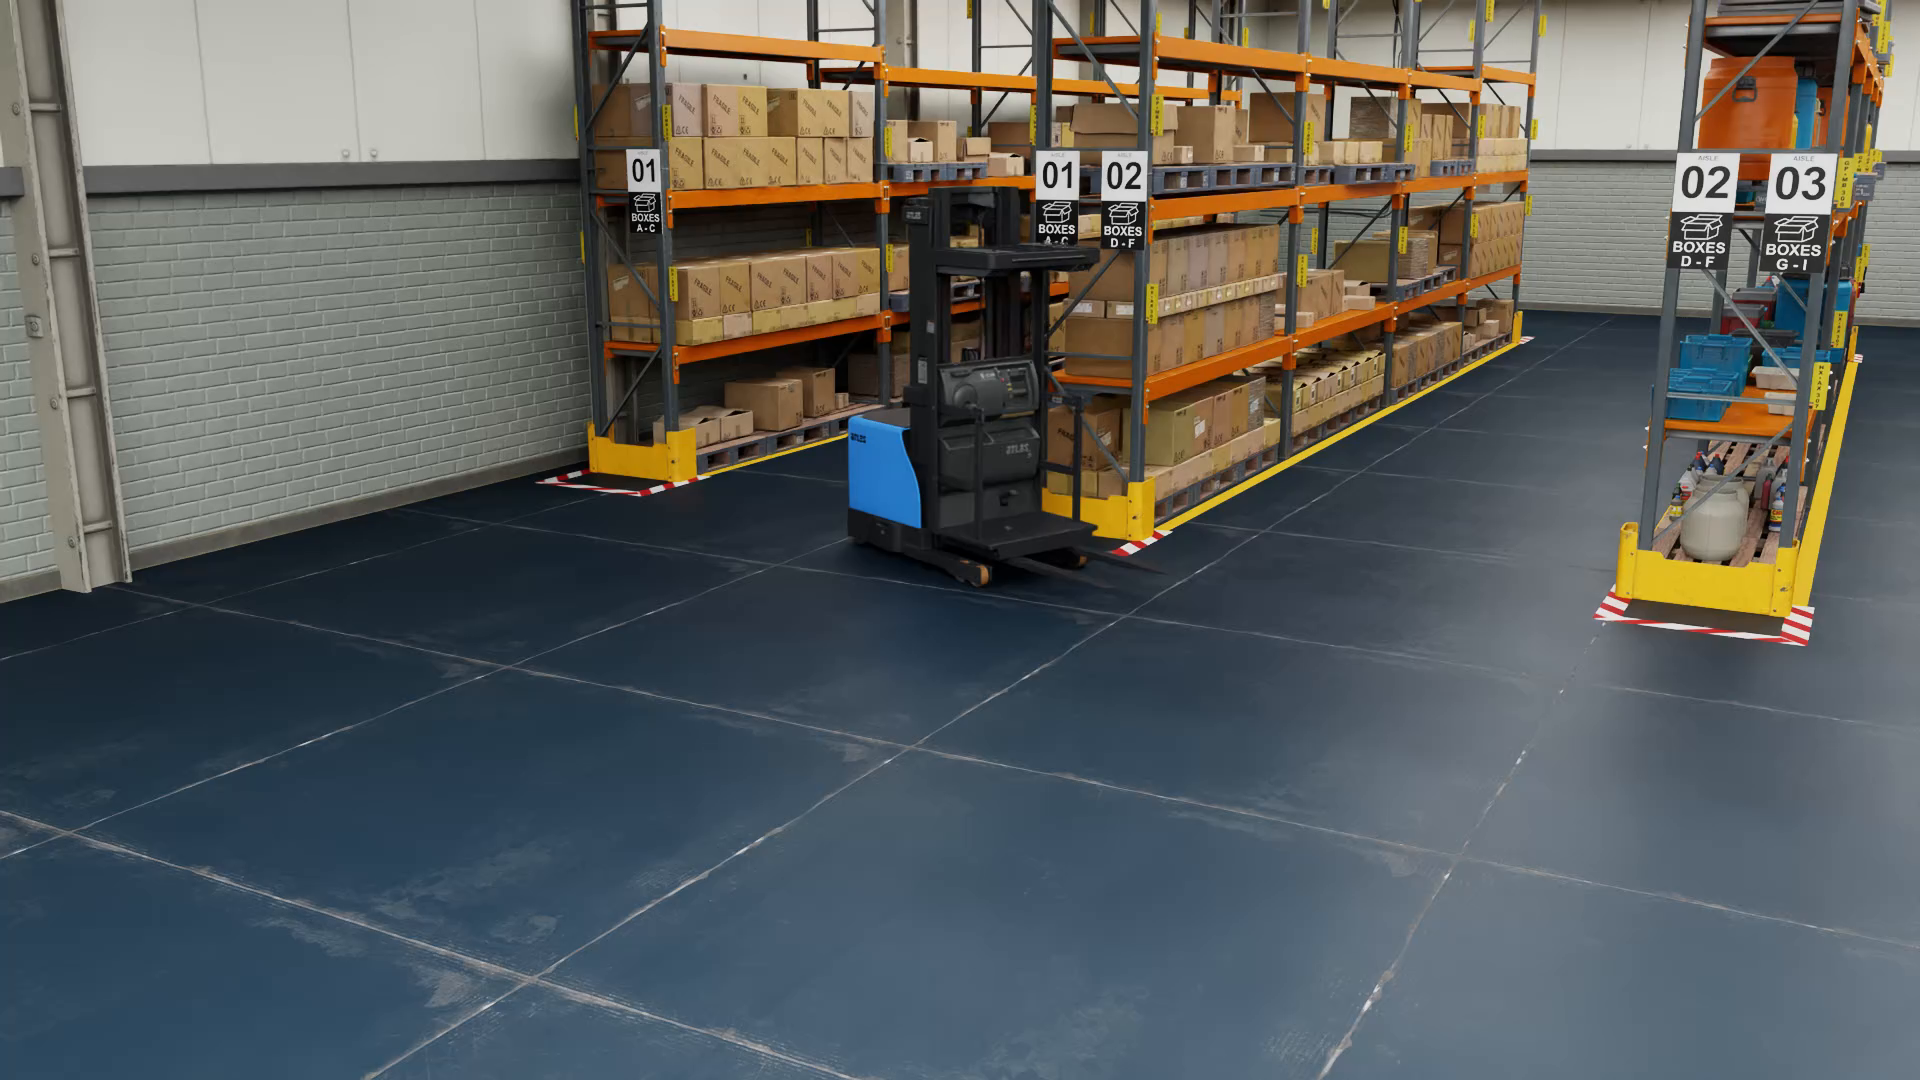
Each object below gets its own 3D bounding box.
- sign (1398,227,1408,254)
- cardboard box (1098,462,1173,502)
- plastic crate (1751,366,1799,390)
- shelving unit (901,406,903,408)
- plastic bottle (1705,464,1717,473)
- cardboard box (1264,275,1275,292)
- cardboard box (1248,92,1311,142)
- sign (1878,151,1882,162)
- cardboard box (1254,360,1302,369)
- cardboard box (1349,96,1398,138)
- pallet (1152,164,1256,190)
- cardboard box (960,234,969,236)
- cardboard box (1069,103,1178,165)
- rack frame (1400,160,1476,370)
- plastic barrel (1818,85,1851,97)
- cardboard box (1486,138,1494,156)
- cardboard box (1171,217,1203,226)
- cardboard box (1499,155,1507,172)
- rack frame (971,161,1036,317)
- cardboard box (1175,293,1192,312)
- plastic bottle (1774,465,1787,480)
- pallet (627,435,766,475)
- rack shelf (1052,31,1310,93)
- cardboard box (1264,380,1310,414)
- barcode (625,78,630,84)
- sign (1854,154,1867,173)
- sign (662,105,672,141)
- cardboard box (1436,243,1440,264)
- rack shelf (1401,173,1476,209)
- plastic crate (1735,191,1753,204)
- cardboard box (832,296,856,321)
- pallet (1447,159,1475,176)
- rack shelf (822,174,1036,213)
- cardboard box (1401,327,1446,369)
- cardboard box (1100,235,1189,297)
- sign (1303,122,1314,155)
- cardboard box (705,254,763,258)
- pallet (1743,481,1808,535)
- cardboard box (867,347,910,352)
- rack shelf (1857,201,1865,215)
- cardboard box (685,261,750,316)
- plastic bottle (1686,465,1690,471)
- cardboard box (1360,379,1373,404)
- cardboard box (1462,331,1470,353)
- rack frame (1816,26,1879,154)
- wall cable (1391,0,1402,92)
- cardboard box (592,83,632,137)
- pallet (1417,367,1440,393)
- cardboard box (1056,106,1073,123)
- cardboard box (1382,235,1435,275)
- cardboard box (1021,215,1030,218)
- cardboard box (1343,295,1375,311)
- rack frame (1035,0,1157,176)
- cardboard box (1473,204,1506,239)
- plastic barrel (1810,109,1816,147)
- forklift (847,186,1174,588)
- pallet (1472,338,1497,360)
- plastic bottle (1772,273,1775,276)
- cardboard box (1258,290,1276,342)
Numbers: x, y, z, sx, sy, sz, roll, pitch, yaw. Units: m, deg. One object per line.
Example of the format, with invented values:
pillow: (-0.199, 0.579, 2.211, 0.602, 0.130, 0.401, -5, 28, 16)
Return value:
sign: (5.453, -3.691, 20.474, 0.100, 0.325, 0.005, 7, 15, 28)
cardboard box: (1.552, -0.502, 14.685, 0.500, 0.250, 0.500, 7, 15, 28)
plastic crate: (6.802, -1.318, 13.663, 0.530, 0.136, 0.437, 7, 15, 28)
shelving unit: (-0.349, -0.643, 14.459, 0.252, 1.050, 0.215, -9, 16, -34)
plastic bottle: (6.648, -0.534, 14.729, 0.097, 0.271, 0.097, 0, 14, 0)
cardboard box: (2.966, -2.603, 16.835, 0.380, 0.149, 0.250, 7, 15, 27)
cardboard box: (3.364, -4.446, 17.499, 0.500, 0.500, 0.500, 8, 15, 29)
sign: (13.656, -5.618, 24.761, 0.100, 0.325, 0.005, 7, 15, 28)
cardboard box: (3.712, -1.938, 19.446, 0.500, 0.311, 0.500, 7, 15, 27)
cardboard box: (5.182, -5.272, 20.756, 0.500, 0.500, 0.500, 7, 15, 28)
pallet: (2.051, -3.358, 15.351, 1.003, 0.211, 1.213, 7, 15, 28)
cardboard box: (0.408, -3.916, 22.725, 0.700, 0.500, 0.500, 5, 15, 21)
cardboard box: (1.379, -3.447, 14.118, 0.797, 0.503, 0.637, 9, 16, 32)
rack frame: (6.899, -4.011, 24.272, 1.000, 3.000, 0.127, 7, 15, 28)
plastic barrel: (10.542, -4.988, 19.957, 0.600, 0.901, 0.708, 7, 15, 28)
cardboard box: (7.591, -5.814, 24.603, 0.500, 0.250, 0.500, 7, 15, 28)
cardboard box: (3.538, -5.127, 28.258, 0.980, 0.700, 0.700, 7, 15, 25)
cardboard box: (8.077, -5.776, 25.511, 0.500, 0.250, 0.500, 7, 15, 28)
rack frame: (0.627, -3.751, 23.193, 1.000, 3.000, 0.127, 7, 15, 28)
cardboard box: (1.847, -2.126, 14.856, 0.380, 0.149, 0.250, 7, 15, 27)
plastic bottle: (7.058, -0.464, 14.270, 0.144, 0.351, 0.185, 7, 15, 28)
pallet: (-2.780, -0.932, 17.451, 1.003, 0.211, 1.213, 7, 15, 28)
rack shelf: (2.065, -4.332, 15.190, 1.077, 0.370, 4.000, 7, 15, 28)
cardboard box: (3.449, -1.567, 17.906, 0.500, 0.311, 0.500, 7, 15, 28)
barcode: (-3.335, -4.597, 16.673, 0.001, 0.075, 0.075, 7, 15, 28)
sign: (7.842, -3.206, 14.512, 0.100, 0.325, 0.005, 7, 15, 28)
sign: (-2.765, -3.932, 15.676, 0.100, 0.325, 0.005, 7, 15, 28)
cardboard box: (6.916, -4.192, 24.806, 0.500, 0.500, 0.500, 8, 16, 29)
rack shelf: (5.932, -4.709, 22.303, 1.077, 0.370, 4.000, 7, 15, 28)
plastic crate: (6.090, -2.863, 13.144, 0.392, 0.384, 0.575, 7, 15, 28)
cardboard box: (-1.519, -2.634, 18.838, 0.500, 0.250, 0.500, 7, 15, 28)
pallet: (6.522, -5.252, 23.421, 1.213, 0.211, 1.003, 7, 15, 28)
rack shelf: (-0.340, -4.449, 21.224, 1.077, 0.370, 4.000, 7, 15, 28)
cardboard box: (6.422, -2.673, 23.116, 0.500, 0.500, 0.500, 8, 16, 29)
cardboard box: (1.610, -2.442, 14.783, 0.700, 0.500, 0.500, 7, 15, 27)
sign: (3.518, -4.055, 16.783, 0.100, 0.325, 0.005, 7, 15, 28)
cardboard box: (-2.457, -2.844, 18.107, 0.500, 0.500, 0.500, 8, 16, 29)
pallet: (7.005, -0.319, 14.908, 1.003, 0.211, 1.213, 7, 15, 28)
cardboard box: (-0.760, -2.194, 21.128, 0.700, 0.500, 0.500, 7, 15, 27)
rack shelf: (10.266, -4.147, 19.972, 1.077, 0.370, 4.000, 7, 15, 28)
cardboard box: (-2.499, -2.575, 16.993, 0.500, 0.500, 0.500, 7, 15, 28)
plastic bottle: (6.405, -0.515, 14.626, 0.061, 0.283, 0.133, 8, 16, 31)
cardboard box: (4.678, -1.816, 20.138, 0.500, 0.250, 0.500, 7, 15, 27)
cardboard box: (7.291, -2.980, 24.791, 0.500, 0.311, 0.500, 7, 15, 28)
rack frame: (9.299, -5.545, 17.834, 1.000, 3.000, 0.127, 7, 15, 28)
wall cable: (9.909, -10.068, 32.444, 3.097, 2.526, 0.112, 7, 15, 28)
cardboard box: (-3.261, -4.231, 16.392, 0.500, 0.500, 0.500, 8, 16, 31)
pallet: (5.950, -2.233, 22.847, 1.003, 0.211, 1.213, 7, 15, 28)
cardboard box: (1.767, -6.376, 24.930, 0.500, 0.250, 0.500, 7, 15, 26)
cardboard box: (6.099, -3.895, 22.679, 0.700, 0.500, 0.500, 3, 14, 14)
cardboard box: (0.873, -4.547, 24.003, 0.500, 0.250, 0.500, 7, 15, 26)
cardboard box: (4.772, -2.853, 20.002, 0.380, 0.149, 0.250, 7, 15, 28)
rack frame: (1.098, -4.466, 13.357, 1.000, 3.000, 0.127, 7, 15, 28)
cardboard box: (8.120, -4.928, 25.728, 0.500, 0.500, 0.500, 8, 16, 30)
plastic barrel: (8.054, -3.907, 16.371, 0.600, 0.901, 0.708, 7, 15, 28)
forklift: (0.364, -1.202, 12.765, 1.130, 2.935, 3.031, -10, 17, -37)
pallet: (7.820, -3.048, 26.225, 1.003, 0.211, 1.213, 7, 15, 28)
plastic bottle: (10.618, -3.338, 21.730, 0.061, 0.283, 0.133, 7, 15, 28)
cardboard box: (2.822, -2.327, 17.072, 0.700, 0.500, 0.500, 7, 15, 27)
